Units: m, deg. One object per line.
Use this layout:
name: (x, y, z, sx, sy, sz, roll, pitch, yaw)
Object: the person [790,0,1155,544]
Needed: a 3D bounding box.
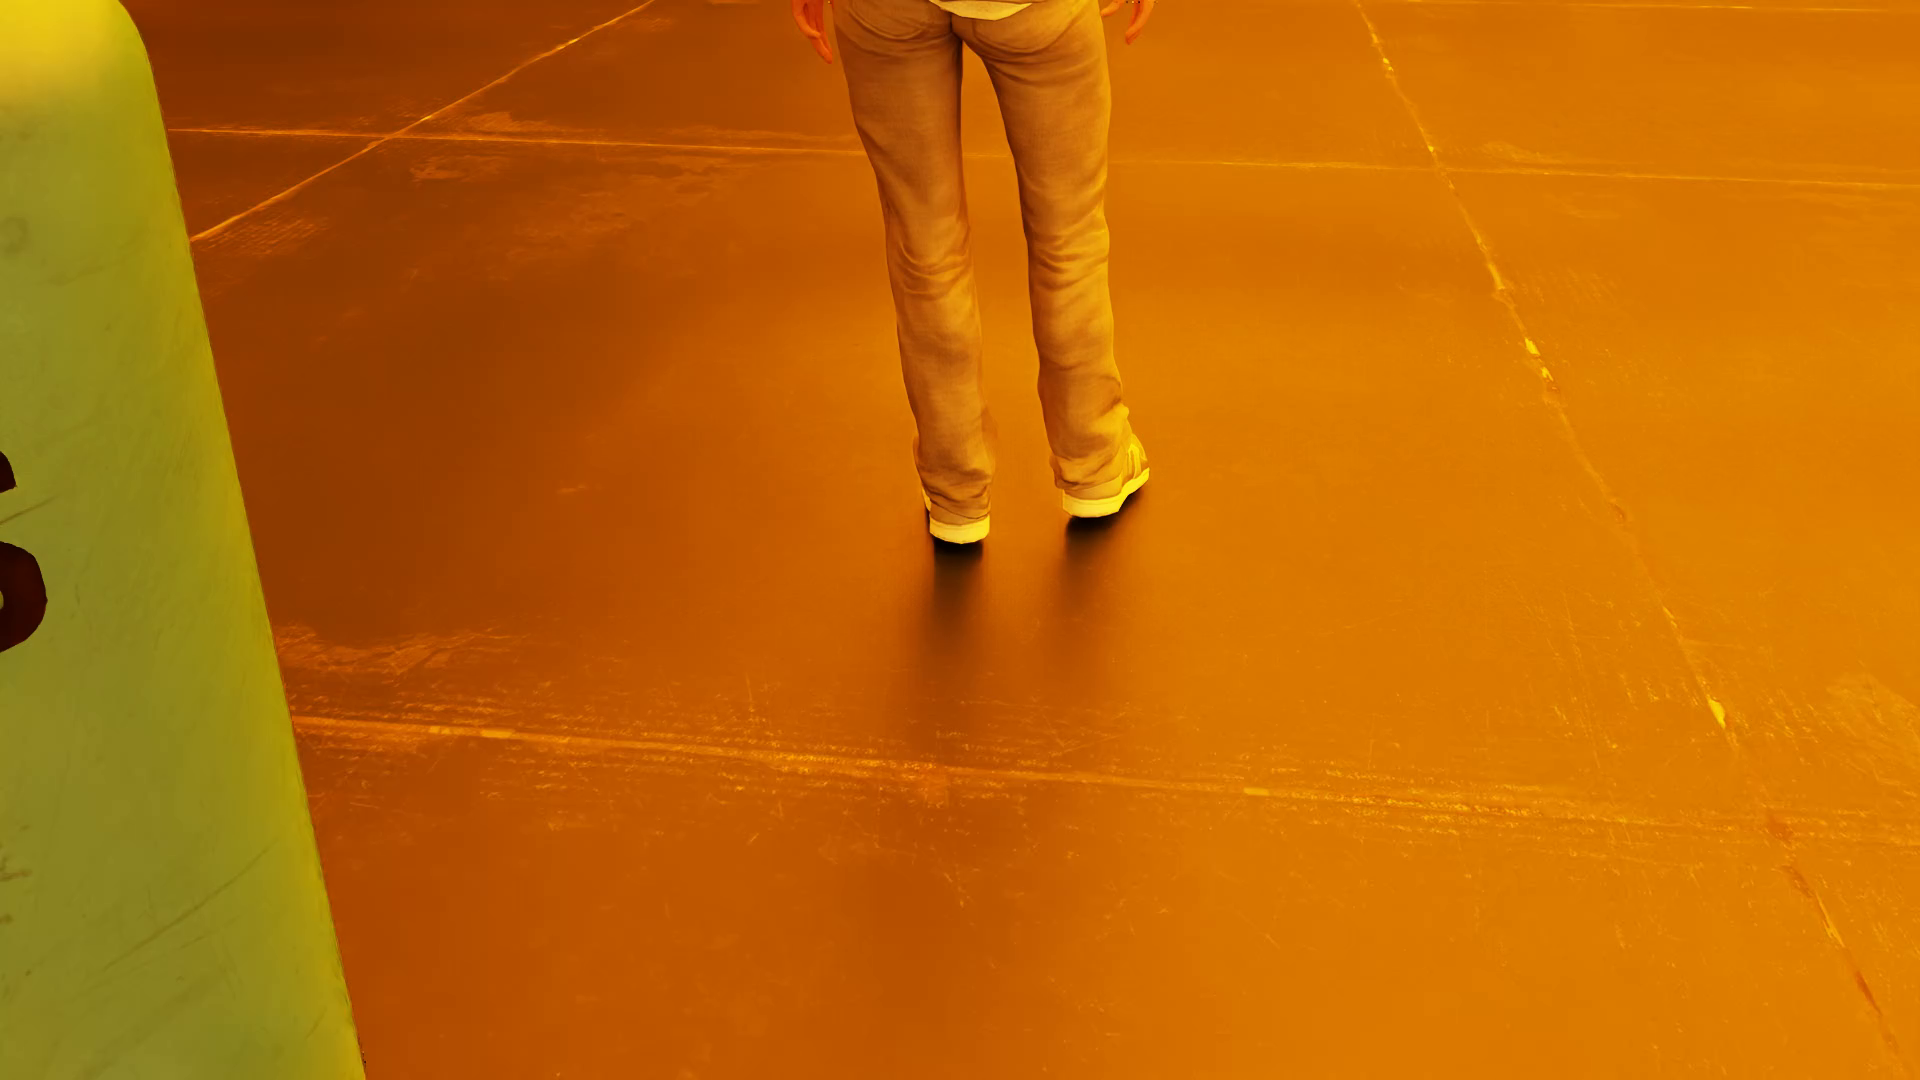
person: (0.024, -0.754, 2.205, 0.520, 1.599, 0.473, 3, 27, 7)
